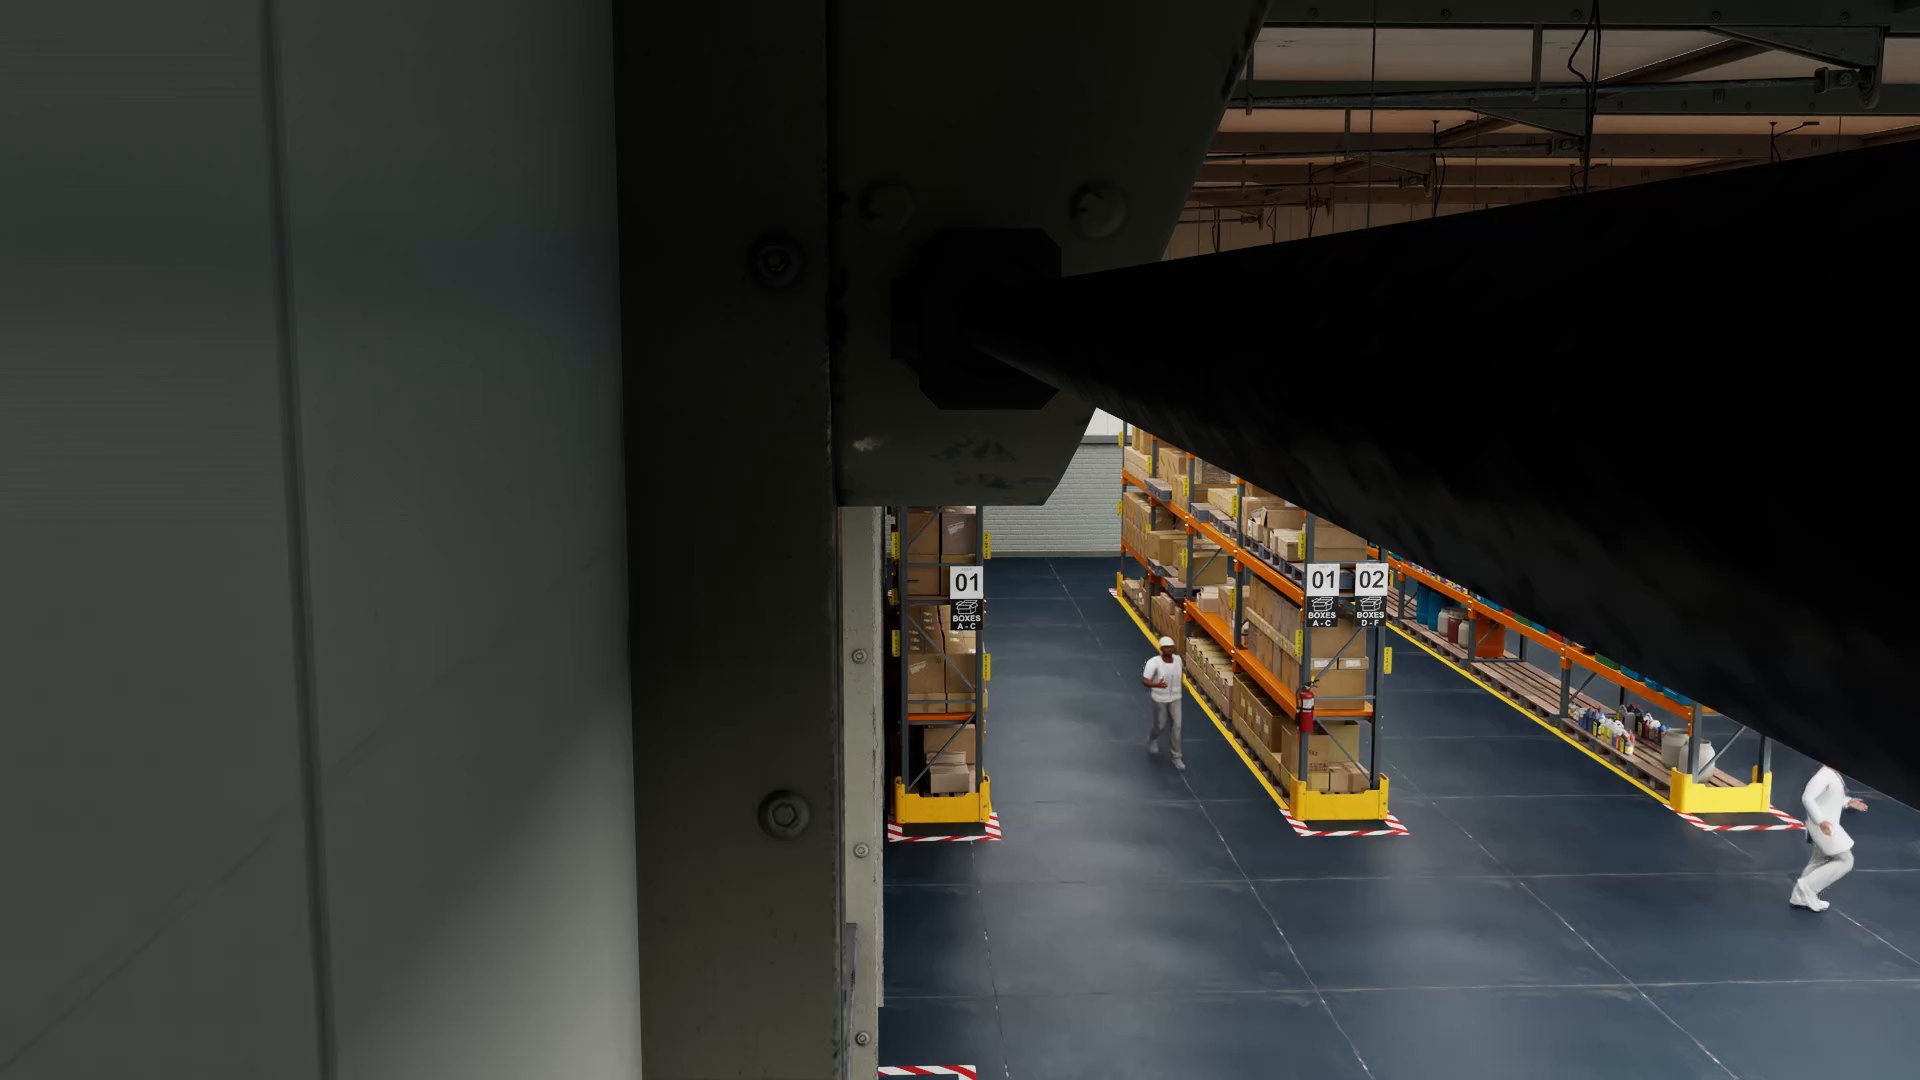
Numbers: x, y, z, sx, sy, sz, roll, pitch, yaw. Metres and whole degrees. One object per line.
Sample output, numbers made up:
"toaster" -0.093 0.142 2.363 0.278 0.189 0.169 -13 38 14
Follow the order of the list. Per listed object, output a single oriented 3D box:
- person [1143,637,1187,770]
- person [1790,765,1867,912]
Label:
"person" 2.850 2.208 22.997 0.695 1.771 0.962 -2 8 -16
"person" 9.137 3.022 17.450 0.671 1.748 0.685 3 9 23
